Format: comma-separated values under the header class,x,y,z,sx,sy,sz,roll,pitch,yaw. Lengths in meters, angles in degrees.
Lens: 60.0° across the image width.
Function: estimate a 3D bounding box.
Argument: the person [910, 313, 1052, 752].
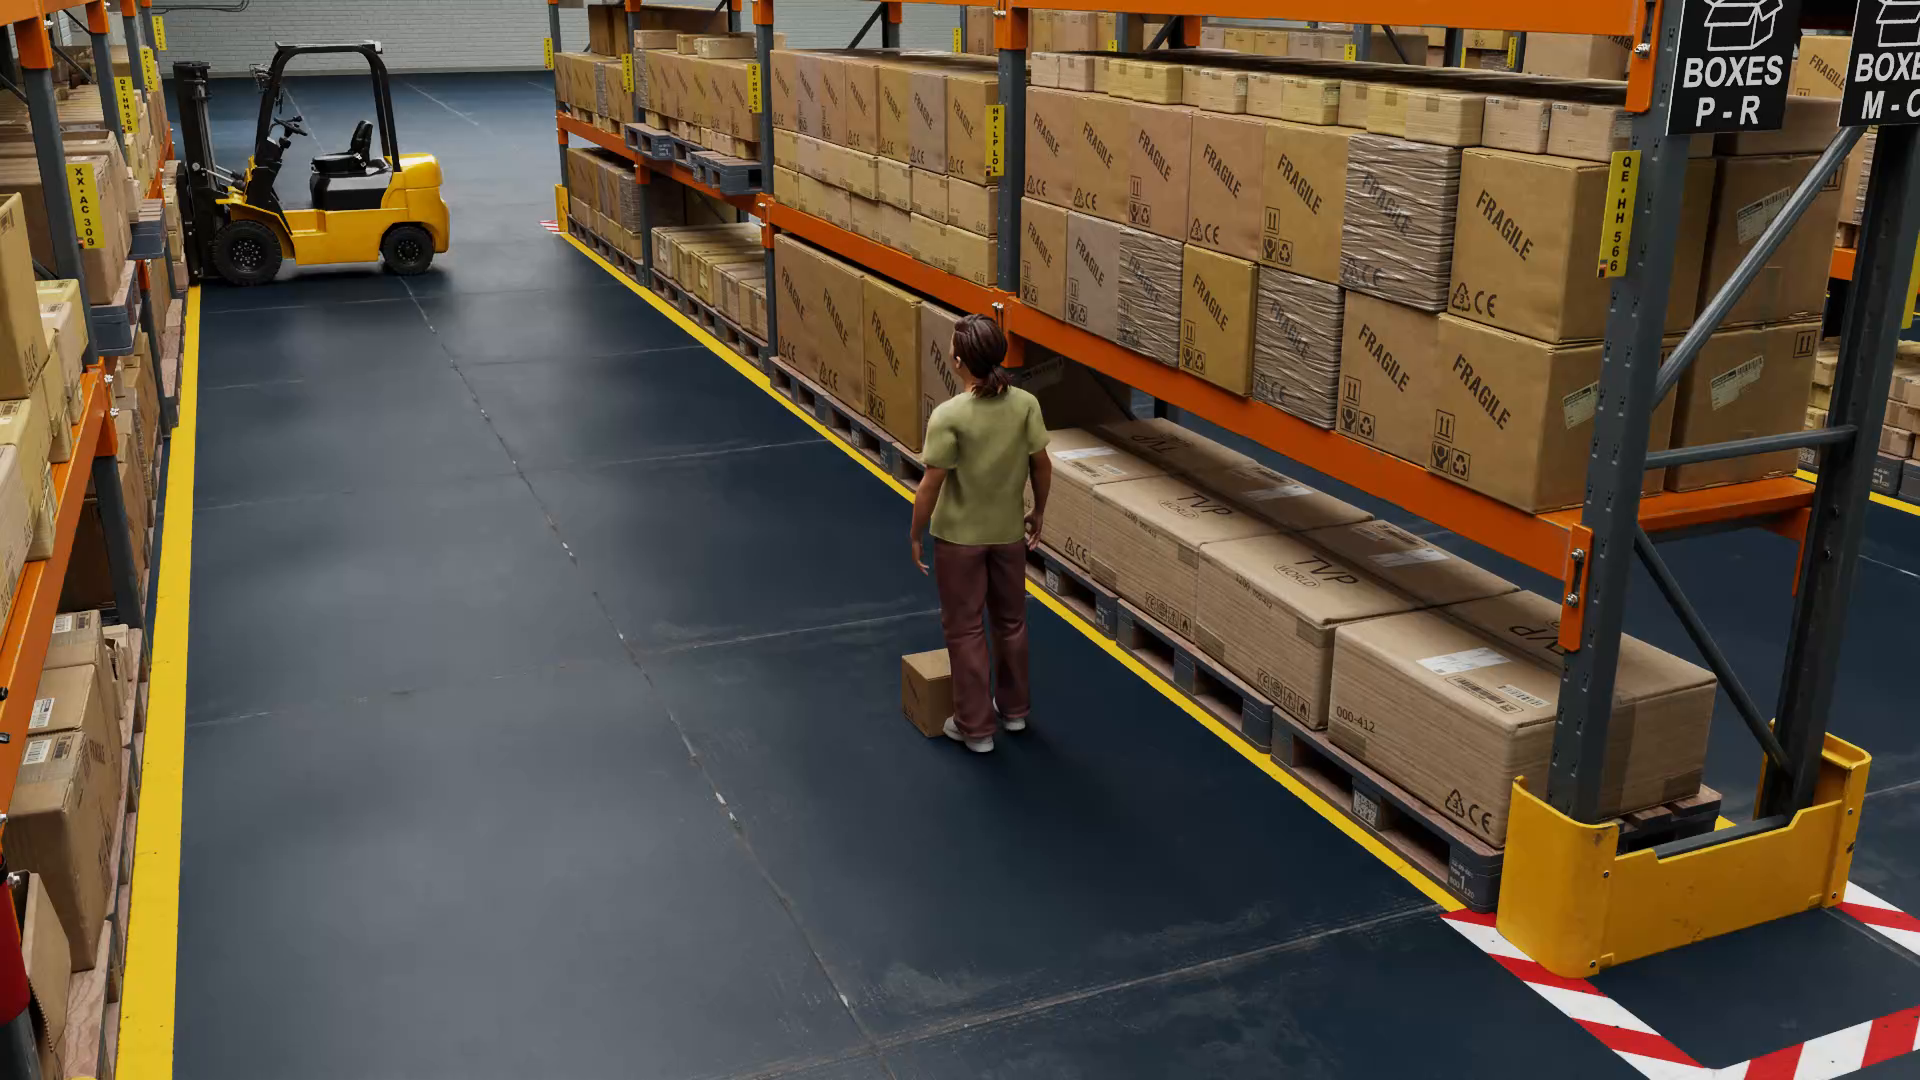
class,x,y,z,sx,sy,sz,roll,pitch,yaw
person,0.051,-0.027,6.116,0.554,1.676,0.549,-8,20,-22
